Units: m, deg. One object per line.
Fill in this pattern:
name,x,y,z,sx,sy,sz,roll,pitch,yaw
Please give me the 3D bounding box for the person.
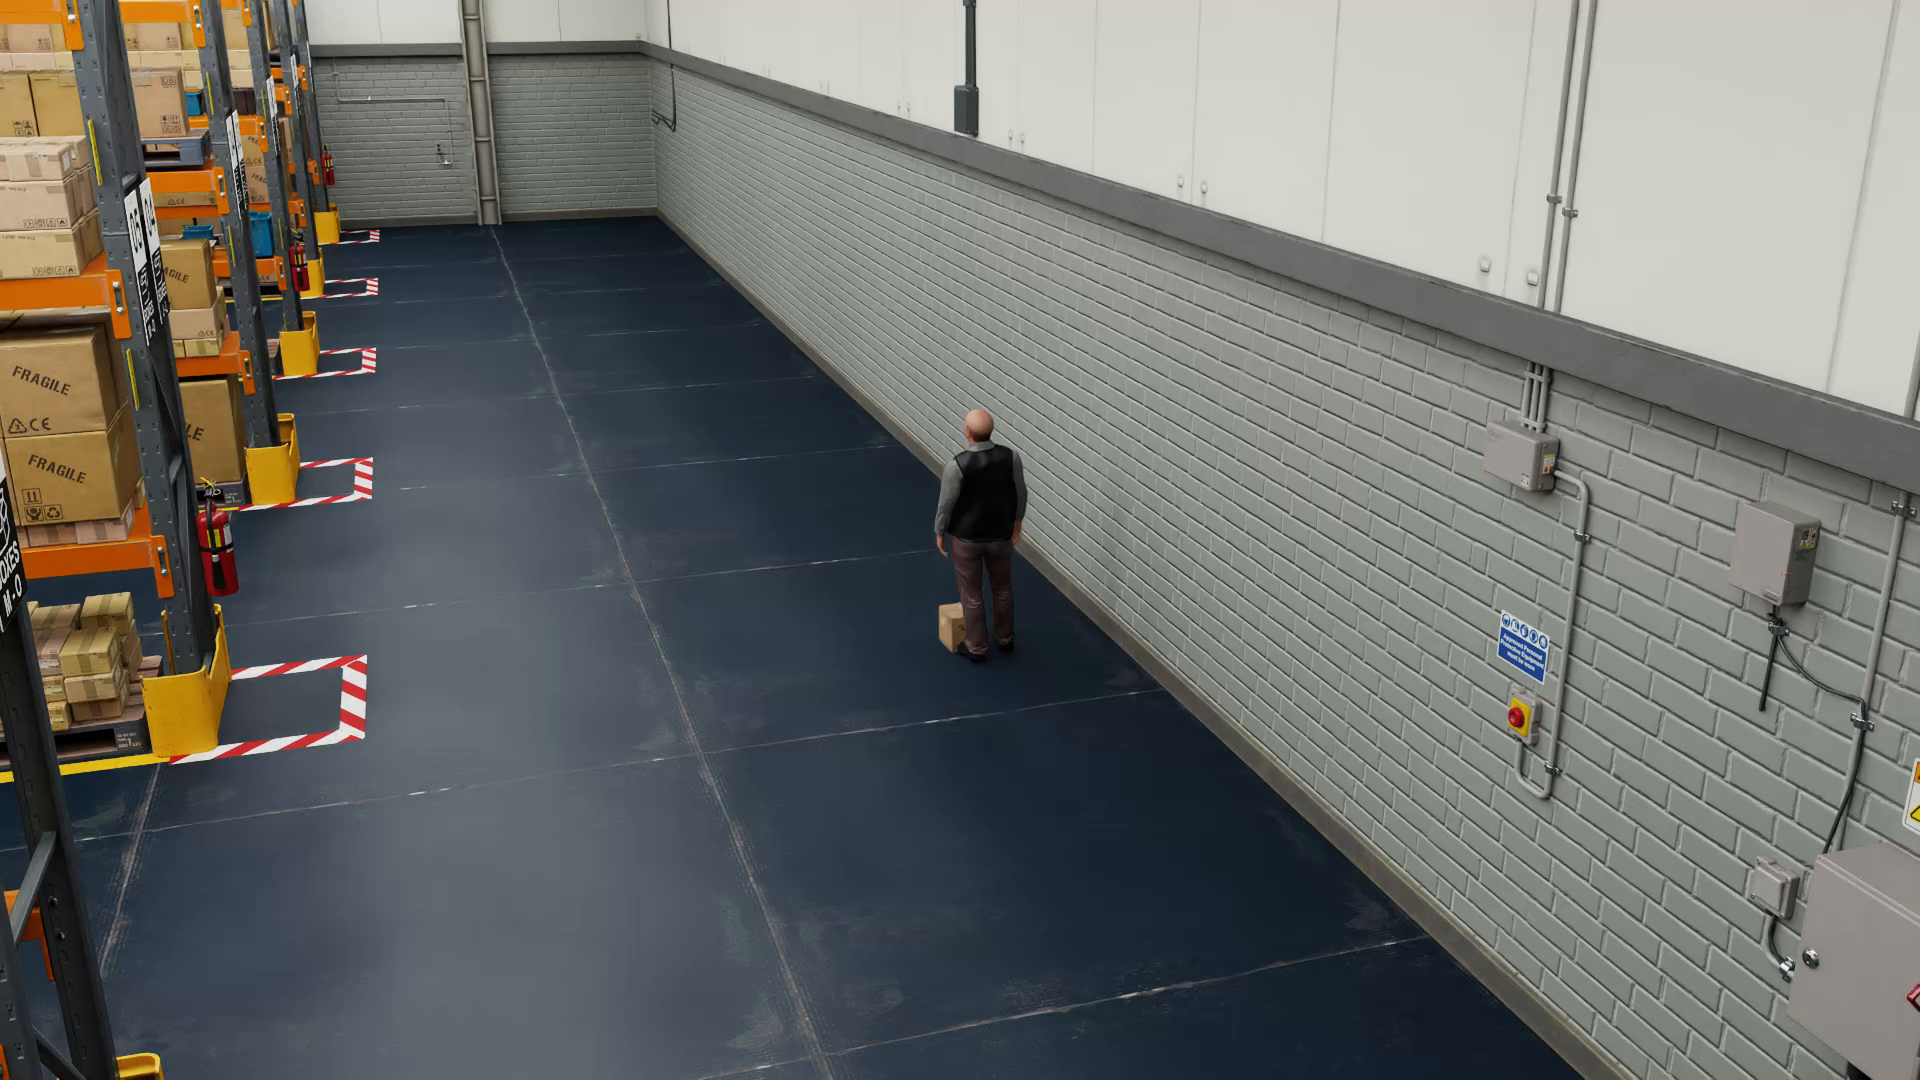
person,0.118,-0.049,10.841,0.626,1.721,0.552,-6,20,-17
